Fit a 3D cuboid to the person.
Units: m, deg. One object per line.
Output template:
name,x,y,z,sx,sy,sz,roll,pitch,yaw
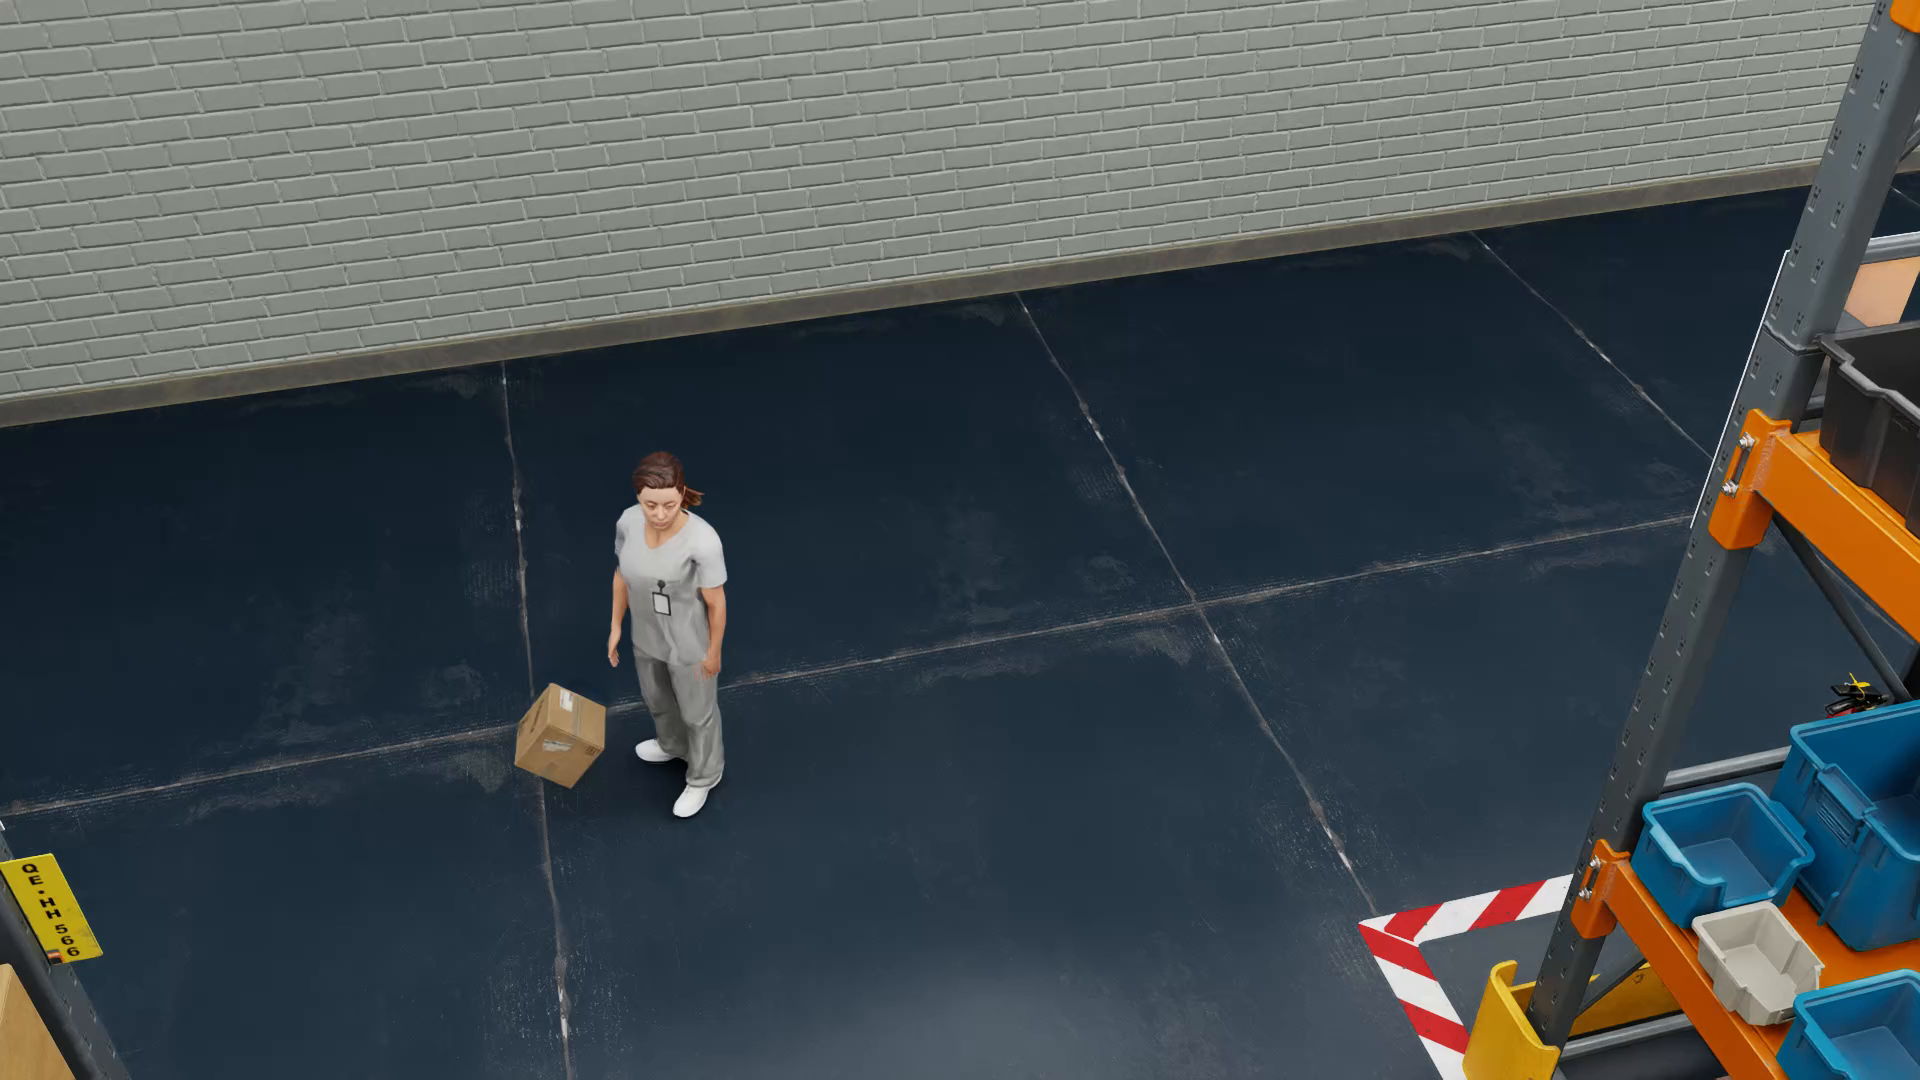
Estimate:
person,-1.114,0.347,6.253,0.602,1.675,0.391,21,43,24
